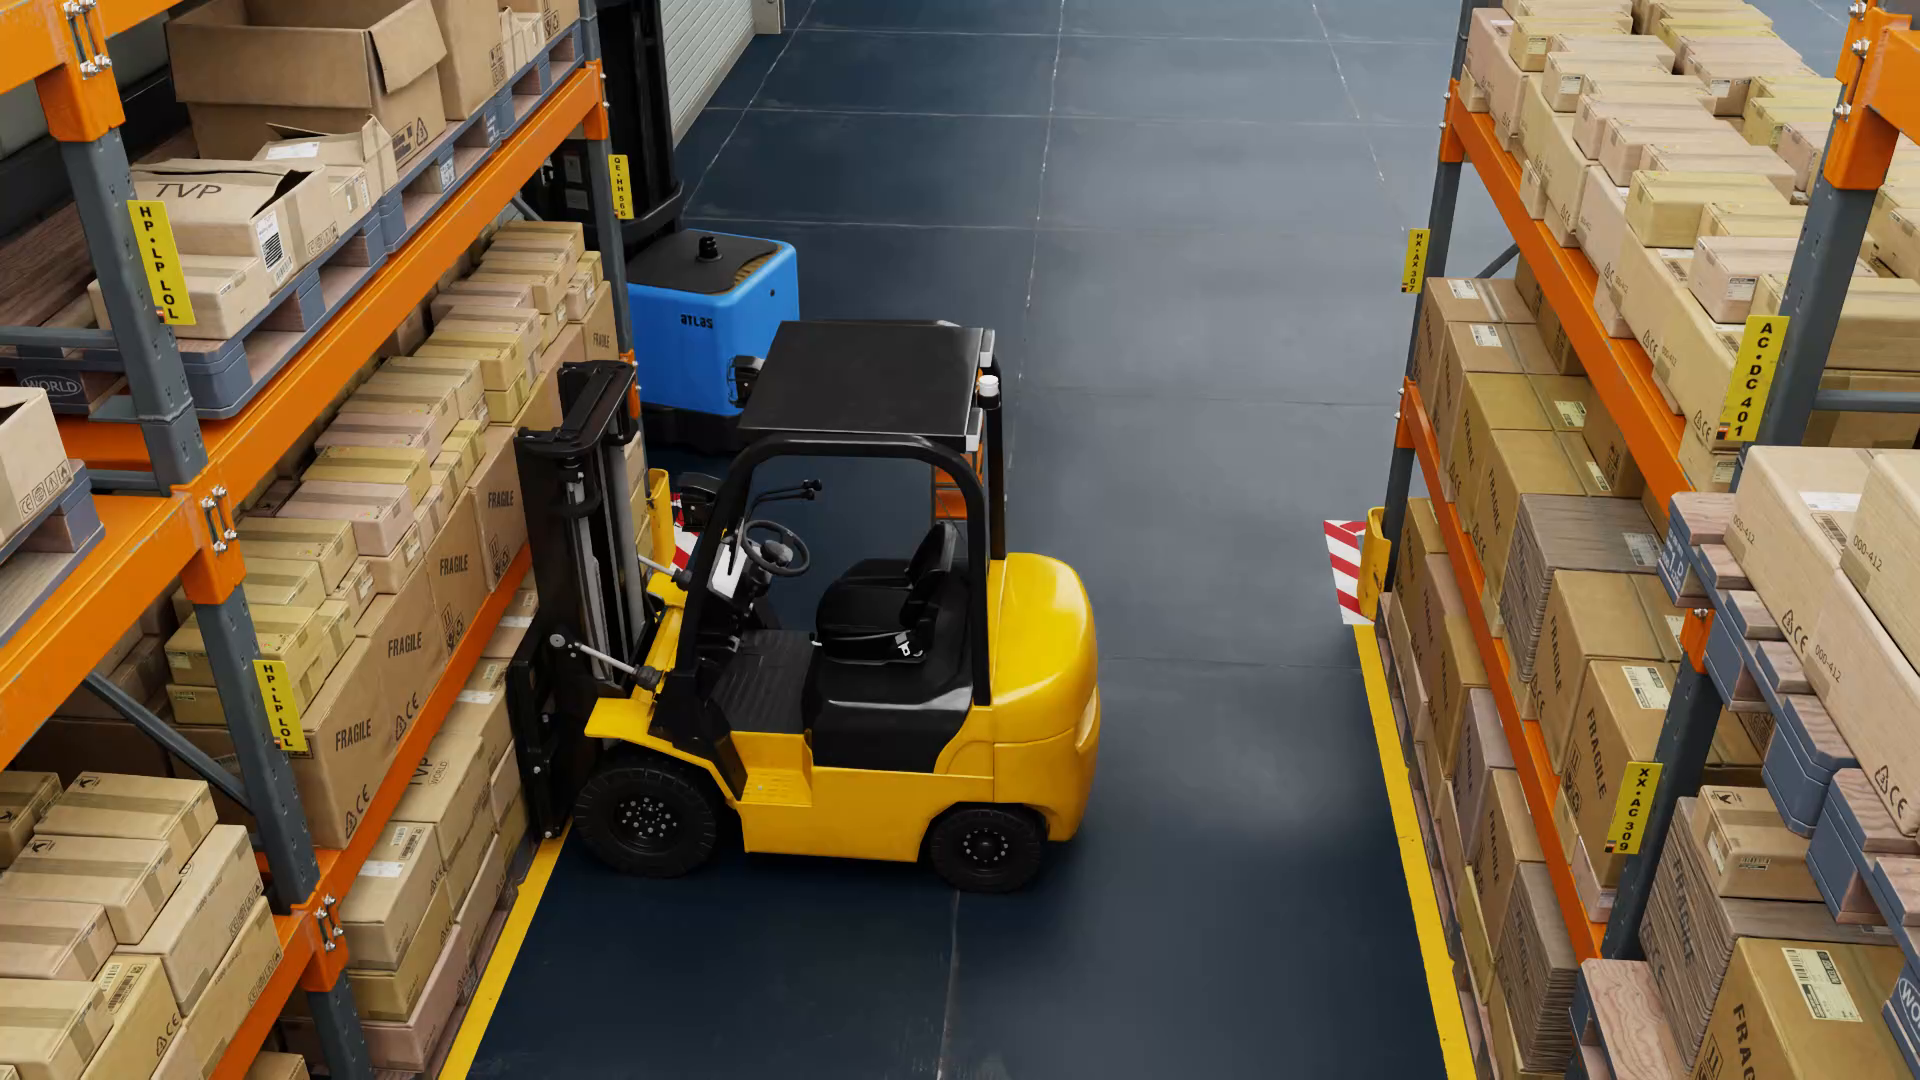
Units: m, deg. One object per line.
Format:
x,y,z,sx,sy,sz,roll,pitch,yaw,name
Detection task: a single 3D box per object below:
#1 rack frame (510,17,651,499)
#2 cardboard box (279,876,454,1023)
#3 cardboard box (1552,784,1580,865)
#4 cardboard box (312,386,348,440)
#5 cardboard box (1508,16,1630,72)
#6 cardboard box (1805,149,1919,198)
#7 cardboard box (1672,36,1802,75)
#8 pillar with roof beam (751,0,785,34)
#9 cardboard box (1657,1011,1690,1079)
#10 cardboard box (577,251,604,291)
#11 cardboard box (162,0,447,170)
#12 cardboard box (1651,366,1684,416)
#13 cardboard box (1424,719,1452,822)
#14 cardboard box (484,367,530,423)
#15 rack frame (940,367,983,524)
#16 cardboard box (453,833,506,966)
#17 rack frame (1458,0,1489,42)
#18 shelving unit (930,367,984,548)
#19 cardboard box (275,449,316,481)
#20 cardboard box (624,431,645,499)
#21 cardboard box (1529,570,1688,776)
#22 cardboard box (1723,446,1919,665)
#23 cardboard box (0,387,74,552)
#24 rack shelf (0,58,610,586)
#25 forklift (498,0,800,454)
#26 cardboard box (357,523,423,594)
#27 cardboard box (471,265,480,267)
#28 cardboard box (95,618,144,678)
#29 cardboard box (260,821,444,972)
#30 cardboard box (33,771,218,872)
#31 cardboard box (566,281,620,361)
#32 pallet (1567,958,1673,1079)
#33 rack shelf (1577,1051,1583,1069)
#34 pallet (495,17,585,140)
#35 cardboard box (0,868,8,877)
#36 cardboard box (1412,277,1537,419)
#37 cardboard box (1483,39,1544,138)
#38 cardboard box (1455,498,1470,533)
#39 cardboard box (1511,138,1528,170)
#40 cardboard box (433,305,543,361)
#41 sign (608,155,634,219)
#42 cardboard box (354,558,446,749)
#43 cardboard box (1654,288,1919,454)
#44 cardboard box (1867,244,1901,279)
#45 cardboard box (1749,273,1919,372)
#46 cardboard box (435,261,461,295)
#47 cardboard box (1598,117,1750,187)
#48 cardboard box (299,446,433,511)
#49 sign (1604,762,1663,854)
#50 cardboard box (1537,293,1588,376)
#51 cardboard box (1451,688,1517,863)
-2.203,-1.165,8.562,1.000,3.000,0.127,2,32,4,rack frame
-2.182,1.466,6.037,0.500,0.250,0.500,2,32,4,cardboard box
2.154,0.932,5.399,0.380,0.149,0.250,3,32,5,cardboard box
-2.616,-0.498,6.482,0.380,0.149,0.250,3,32,5,cardboard box
2.331,-1.899,6.373,0.380,0.149,0.250,2,32,4,cardboard box
2.810,-1.067,5.023,0.380,0.149,0.250,1,32,2,cardboard box
2.850,-1.750,6.131,0.380,0.149,0.250,2,32,4,cardboard box
2.109,-9.485,16.343,9.100,9.000,0.400,2,32,4,pillar with roof beam
2.059,1.340,4.336,0.380,0.149,0.250,3,32,5,cardboard box
-1.952,-1.291,8.052,0.380,0.149,0.250,3,32,5,cardboard box
-2.265,-1.630,5.863,0.797,0.503,0.637,3,32,6,cardboard box
2.245,-0.475,4.822,0.380,0.149,0.250,3,32,4,cardboard box
2.322,0.999,7.271,0.500,0.250,0.500,5,32,7,cardboard box
-2.032,-0.619,6.962,0.380,0.149,0.250,3,32,4,cardboard box
0.006,-0.552,9.282,0.240,1.200,0.015,2,32,4,rack frame
-2.134,1.413,6.599,0.500,0.250,0.500,2,32,3,cardboard box
2.744,-3.509,6.647,1.000,3.000,0.127,2,32,4,rack frame
-0.013,-0.424,9.075,0.258,1.200,0.503,2,32,4,shelving unit
-2.658,-0.246,6.358,0.380,0.149,0.250,2,32,3,cardboard box
-1.930,-0.345,8.499,0.500,0.250,0.500,3,32,6,cardboard box
2.242,0.455,5.554,0.500,0.500,0.500,3,32,6,cardboard box
1.971,0.033,3.501,0.500,0.250,0.500,2,32,3,cardboard box
-2.345,-0.145,3.637,0.500,0.311,0.500,1,32,2,cardboard box
-2.366,-1.090,6.267,1.077,0.370,4.000,2,32,4,rack shelf
-2.596,-2.246,10.382,3.031,2.935,1.130,11,33,17,forklift
-2.134,0.053,5.871,0.380,0.149,0.250,3,32,5,cardboard box
-2.489,-1.318,8.096,0.380,0.149,0.250,2,32,3,cardboard box
-2.804,0.301,5.185,0.380,0.149,0.250,3,32,4,cardboard box
-2.177,1.253,5.906,0.500,0.250,0.500,2,32,3,cardboard box
-2.335,0.796,4.666,0.380,0.149,0.250,4,32,6,cardboard box
-1.982,-0.939,8.100,0.500,0.500,0.500,2,32,3,cardboard box
2.211,1.612,4.239,1.003,0.211,1.213,2,32,4,pallet
2.256,2.489,3.319,1.077,0.370,4.000,2,32,4,rack shelf
-2.287,-2.036,7.200,1.003,0.211,1.213,2,32,4,pallet
-2.826,1.032,4.663,0.500,0.250,0.500,2,32,3,cardboard box
2.429,-0.889,7.734,0.500,0.500,0.500,2,32,3,cardboard box
2.387,-1.780,6.561,0.500,0.250,0.500,2,32,3,cardboard box
2.347,-0.144,7.144,0.380,0.149,0.250,3,32,5,cardboard box
2.410,-1.557,6.578,0.380,0.149,0.250,2,32,4,cardboard box
-2.011,-0.878,7.099,0.380,0.149,0.250,3,32,5,cardboard box
-1.664,-1.729,8.147,0.100,0.325,0.005,2,32,4,sign
-2.207,0.390,5.943,0.500,0.500,0.500,3,32,5,cardboard box
2.186,-0.447,4.396,0.500,0.250,0.500,2,32,4,cardboard box
2.760,-0.692,4.794,0.500,0.250,0.500,2,32,4,cardboard box
2.227,-0.548,4.181,0.380,0.149,0.250,3,32,5,cardboard box
-2.506,-1.170,7.573,0.380,0.149,0.250,3,32,5,cardboard box
2.265,-1.229,5.286,0.380,0.149,0.250,3,32,5,cardboard box
-2.147,-0.214,6.022,0.380,0.149,0.250,2,32,3,cardboard box
1.877,0.749,4.631,0.100,0.325,0.005,2,32,4,sign
2.872,-1.009,6.977,0.700,0.500,0.500,3,32,4,cardboard box
2.279,0.955,6.627,0.500,0.500,0.500,4,32,7,cardboard box
